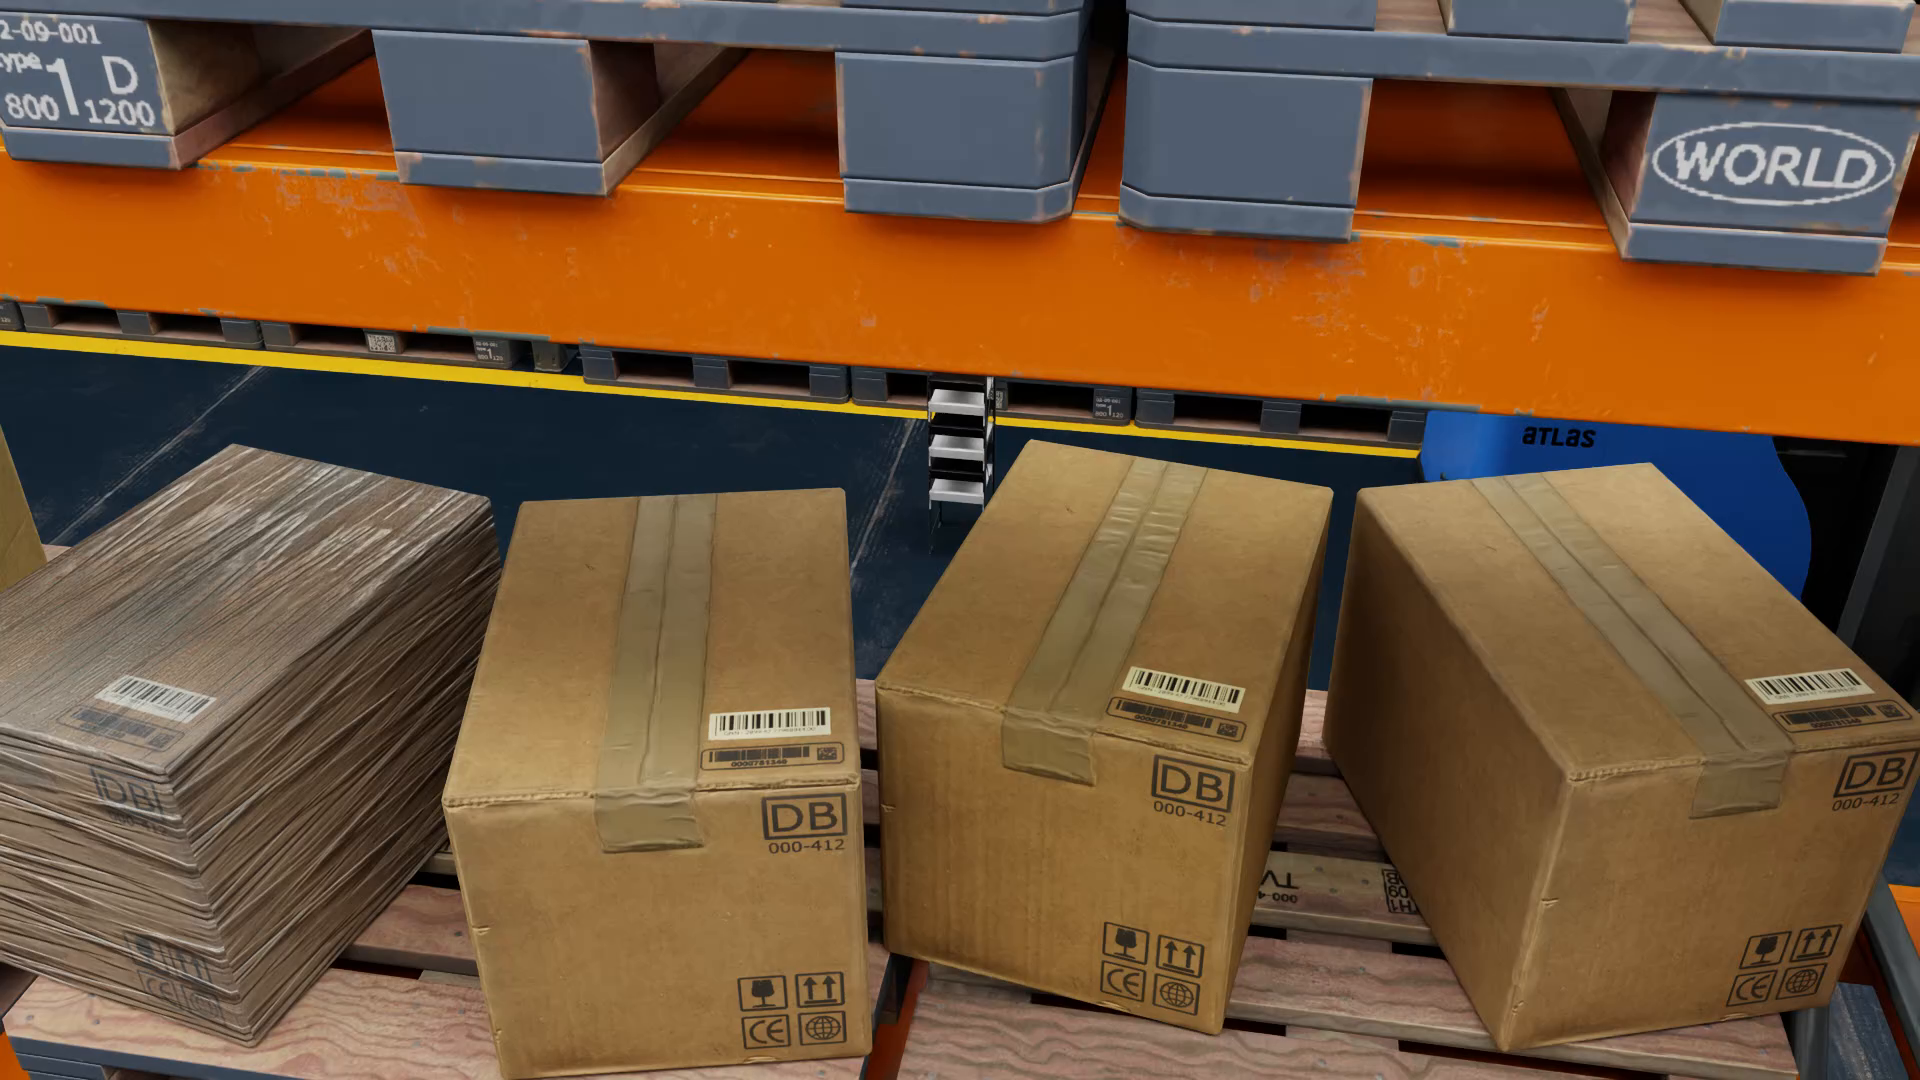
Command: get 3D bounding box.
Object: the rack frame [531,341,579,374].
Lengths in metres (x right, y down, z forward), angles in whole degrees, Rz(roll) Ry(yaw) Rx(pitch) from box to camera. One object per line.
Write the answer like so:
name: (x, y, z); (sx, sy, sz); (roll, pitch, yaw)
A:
rack frame: (-1.760, -2.280, 7.065); (0.127, 3.000, 1.000); (5, 32, 8)

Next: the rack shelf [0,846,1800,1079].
rack shelf: (-0.618, 0.795, 2.831); (4.000, 0.370, 1.077); (5, 32, 8)

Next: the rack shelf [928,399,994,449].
rack shelf: (0.008, -0.429, 5.980); (0.200, 0.077, 0.258); (5, 32, 8)

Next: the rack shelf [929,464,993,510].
rack shelf: (0.008, -0.200, 6.123); (0.200, 0.077, 0.258); (5, 32, 8)

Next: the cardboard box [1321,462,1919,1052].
cardboard box: (0.924, 0.289, 2.471); (0.500, 0.500, 0.700); (-5, 32, -8)

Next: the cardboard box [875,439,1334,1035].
cardboard box: (0.236, 0.261, 2.516); (0.500, 0.500, 0.700); (10, 33, 16)

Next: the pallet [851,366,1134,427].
pallet: (0.204, -0.878, 7.453); (1.213, 0.211, 1.003); (5, 32, 8)

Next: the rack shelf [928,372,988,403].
rack shelf: (0.008, -0.581, 5.884); (0.200, 0.077, 0.258); (5, 32, 8)

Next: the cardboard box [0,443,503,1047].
cardboard box: (-1.080, 0.270, 2.501); (0.500, 0.500, 0.700); (11, 34, 17)

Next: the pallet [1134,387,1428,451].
pallet: (1.410, -0.770, 7.281); (1.213, 0.211, 1.003); (5, 32, 8)

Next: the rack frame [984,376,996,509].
rack frame: (0.108, -0.372, 5.996); (0.006, 0.900, 0.240); (5, 32, 8)

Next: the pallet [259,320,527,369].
pallet: (-2.530, -1.168, 7.917); (1.213, 0.211, 1.003); (5, 32, 8)

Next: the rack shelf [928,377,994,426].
rack shelf: (0.008, -0.505, 5.932); (0.200, 0.077, 0.258); (5, 32, 8)

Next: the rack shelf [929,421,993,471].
rack shelf: (0.008, -0.352, 6.028); (0.200, 0.077, 0.258); (5, 32, 8)

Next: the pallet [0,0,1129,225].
pallet: (-0.301, -0.709, 1.906); (1.003, 0.211, 1.213); (5, 32, 8)

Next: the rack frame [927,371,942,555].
rack frame: (-0.092, -0.390, 6.025); (0.006, 0.900, 0.240); (5, 32, 8)

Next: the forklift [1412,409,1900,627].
forklift: (3.142, -0.963, 5.026); (3.031, 2.935, 1.130); (4, 32, 6)

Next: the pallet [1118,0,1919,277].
pallet: (0.722, -0.618, 1.760); (1.003, 0.211, 1.213); (5, 32, 8)

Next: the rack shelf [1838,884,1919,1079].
rack shelf: (3.325, 1.152, 2.260); (4.000, 0.370, 1.077); (5, 32, 8)

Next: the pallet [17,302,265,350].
pallet: (-3.729, -1.278, 8.093); (1.213, 0.211, 1.003); (5, 32, 8)

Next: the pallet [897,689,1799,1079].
pallet: (0.584, 0.622, 2.611); (1.213, 0.211, 1.003); (5, 32, 8)

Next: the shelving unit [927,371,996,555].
shelving unit: (0.008, -0.381, 6.010); (0.210, 0.900, 0.258); (5, 32, 8)

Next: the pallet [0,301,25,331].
pallet: (-4.935, -1.386, 8.265); (1.213, 0.211, 1.003); (5, 32, 8)

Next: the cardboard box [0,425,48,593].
cardboard box: (-1.950, 0.088, 2.791); (0.500, 0.500, 0.700); (-5, 32, -8)

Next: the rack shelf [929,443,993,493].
rack shelf: (0.008, -0.276, 6.076); (0.200, 0.077, 0.258); (5, 32, 8)

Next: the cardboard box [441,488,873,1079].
cardboard box: (-0.399, 0.323, 2.417); (0.500, 0.500, 0.700); (-3, 32, -4)

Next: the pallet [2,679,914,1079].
pallet: (-0.672, 0.564, 2.702); (1.213, 0.211, 1.003); (5, 32, 8)

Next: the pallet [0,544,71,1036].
pallet: (-1.910, 0.417, 2.938); (1.003, 0.211, 1.213); (5, 32, 8)

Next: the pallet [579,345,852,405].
pallet: (-0.995, -0.988, 7.629); (1.213, 0.211, 1.003); (5, 32, 8)
